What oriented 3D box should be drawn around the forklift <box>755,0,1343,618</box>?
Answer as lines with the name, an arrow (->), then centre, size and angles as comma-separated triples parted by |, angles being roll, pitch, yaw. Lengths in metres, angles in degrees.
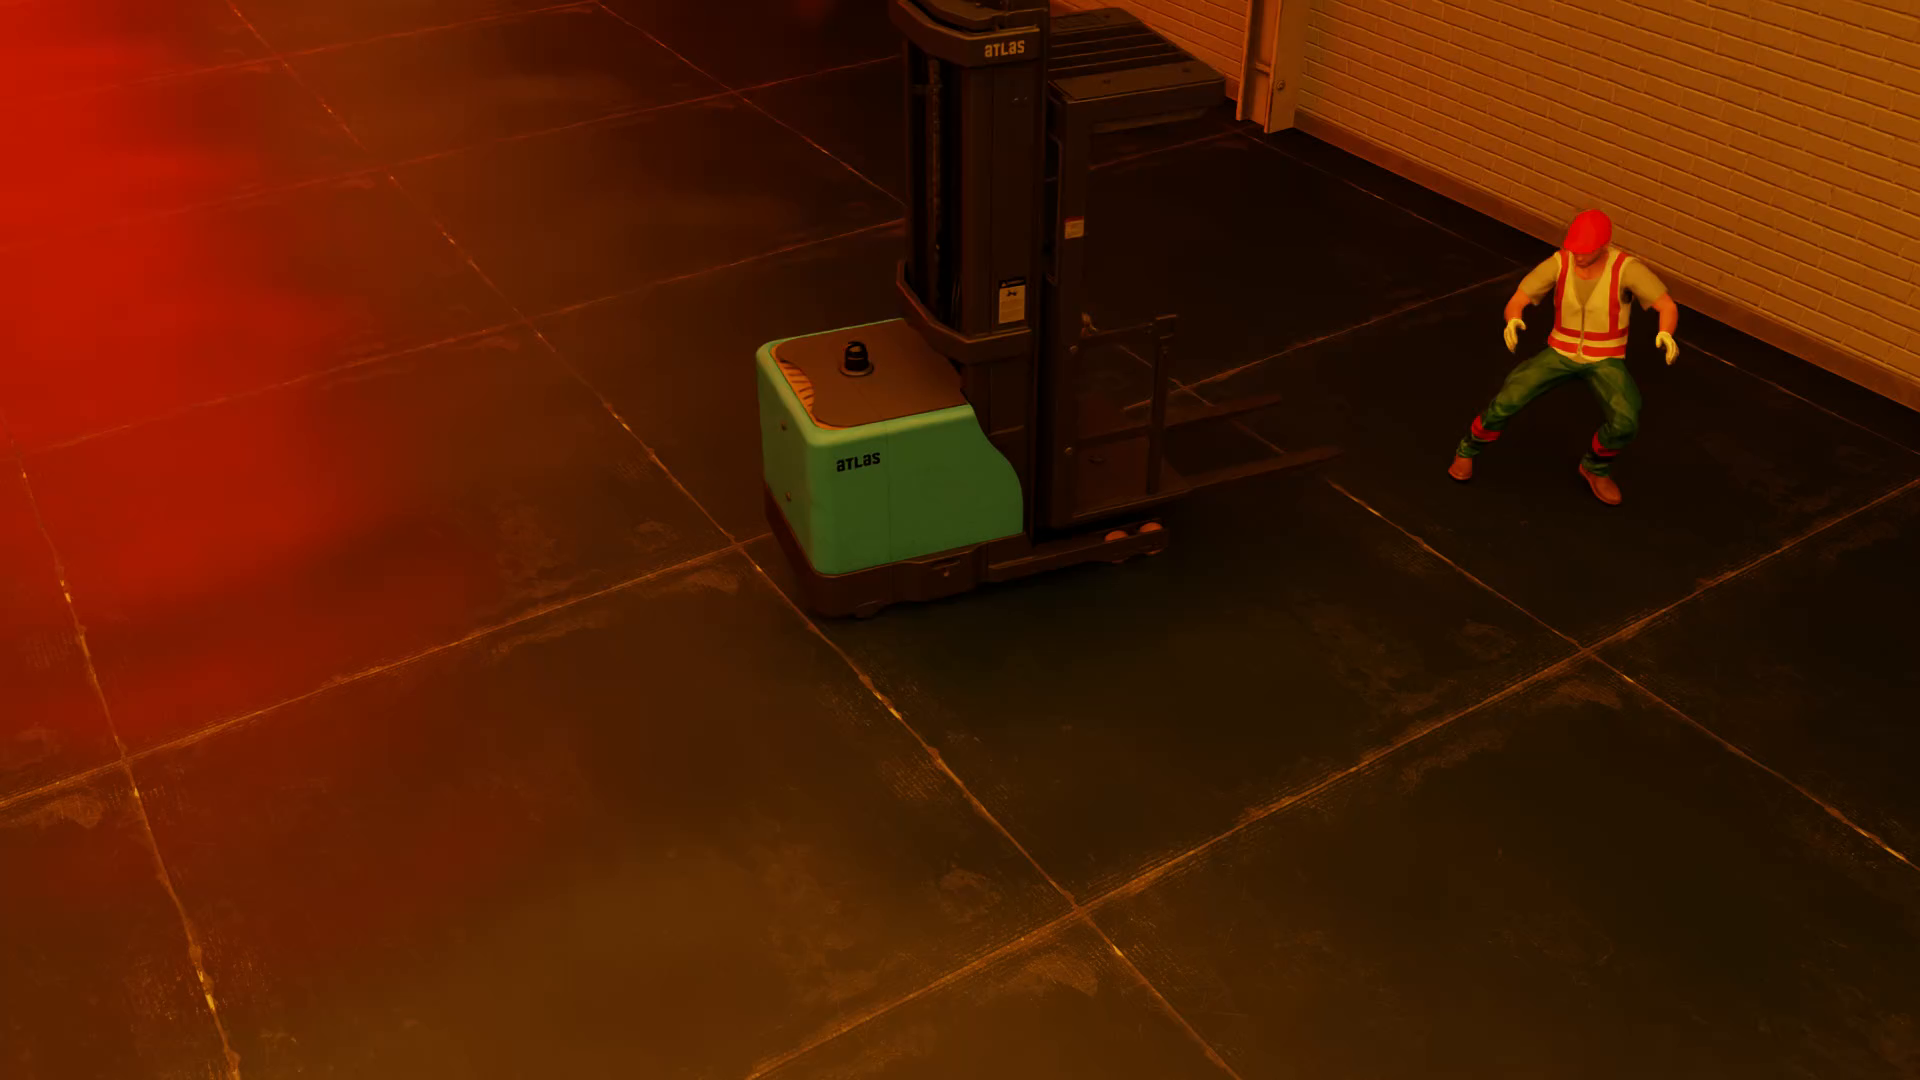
forklift -> 0.543, -1.350, 8.069 | 3.031, 2.935, 1.130 | -13, 37, -18

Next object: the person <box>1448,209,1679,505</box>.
person -> 3.199, -0.929, 8.664 | 1.006, 1.564, 0.774 | 20, 40, 26
